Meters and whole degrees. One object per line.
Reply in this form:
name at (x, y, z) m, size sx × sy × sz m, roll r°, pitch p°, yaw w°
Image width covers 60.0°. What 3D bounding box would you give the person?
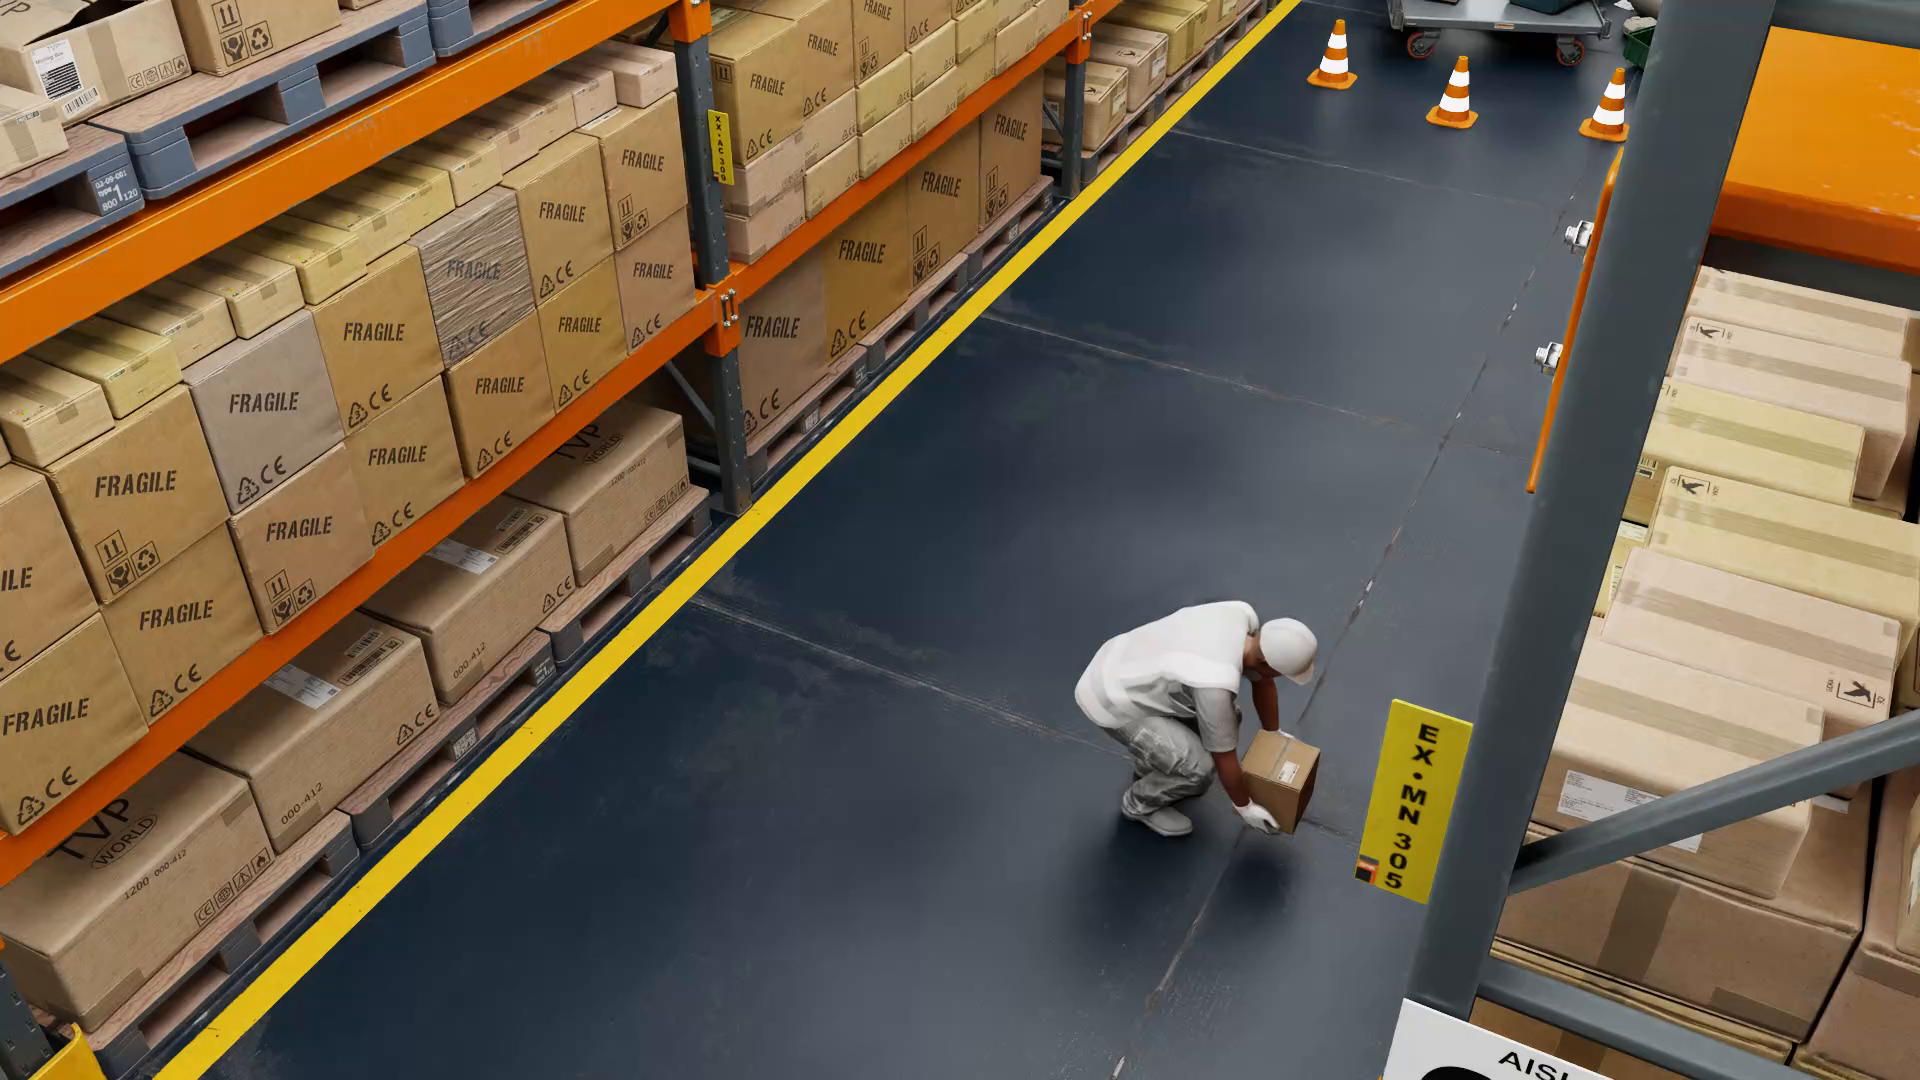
person at (0.919, 0.649, 6.493) m, size 0.898 × 1.053 × 0.575 m, roll 17°, pitch 41°, yaw 21°
